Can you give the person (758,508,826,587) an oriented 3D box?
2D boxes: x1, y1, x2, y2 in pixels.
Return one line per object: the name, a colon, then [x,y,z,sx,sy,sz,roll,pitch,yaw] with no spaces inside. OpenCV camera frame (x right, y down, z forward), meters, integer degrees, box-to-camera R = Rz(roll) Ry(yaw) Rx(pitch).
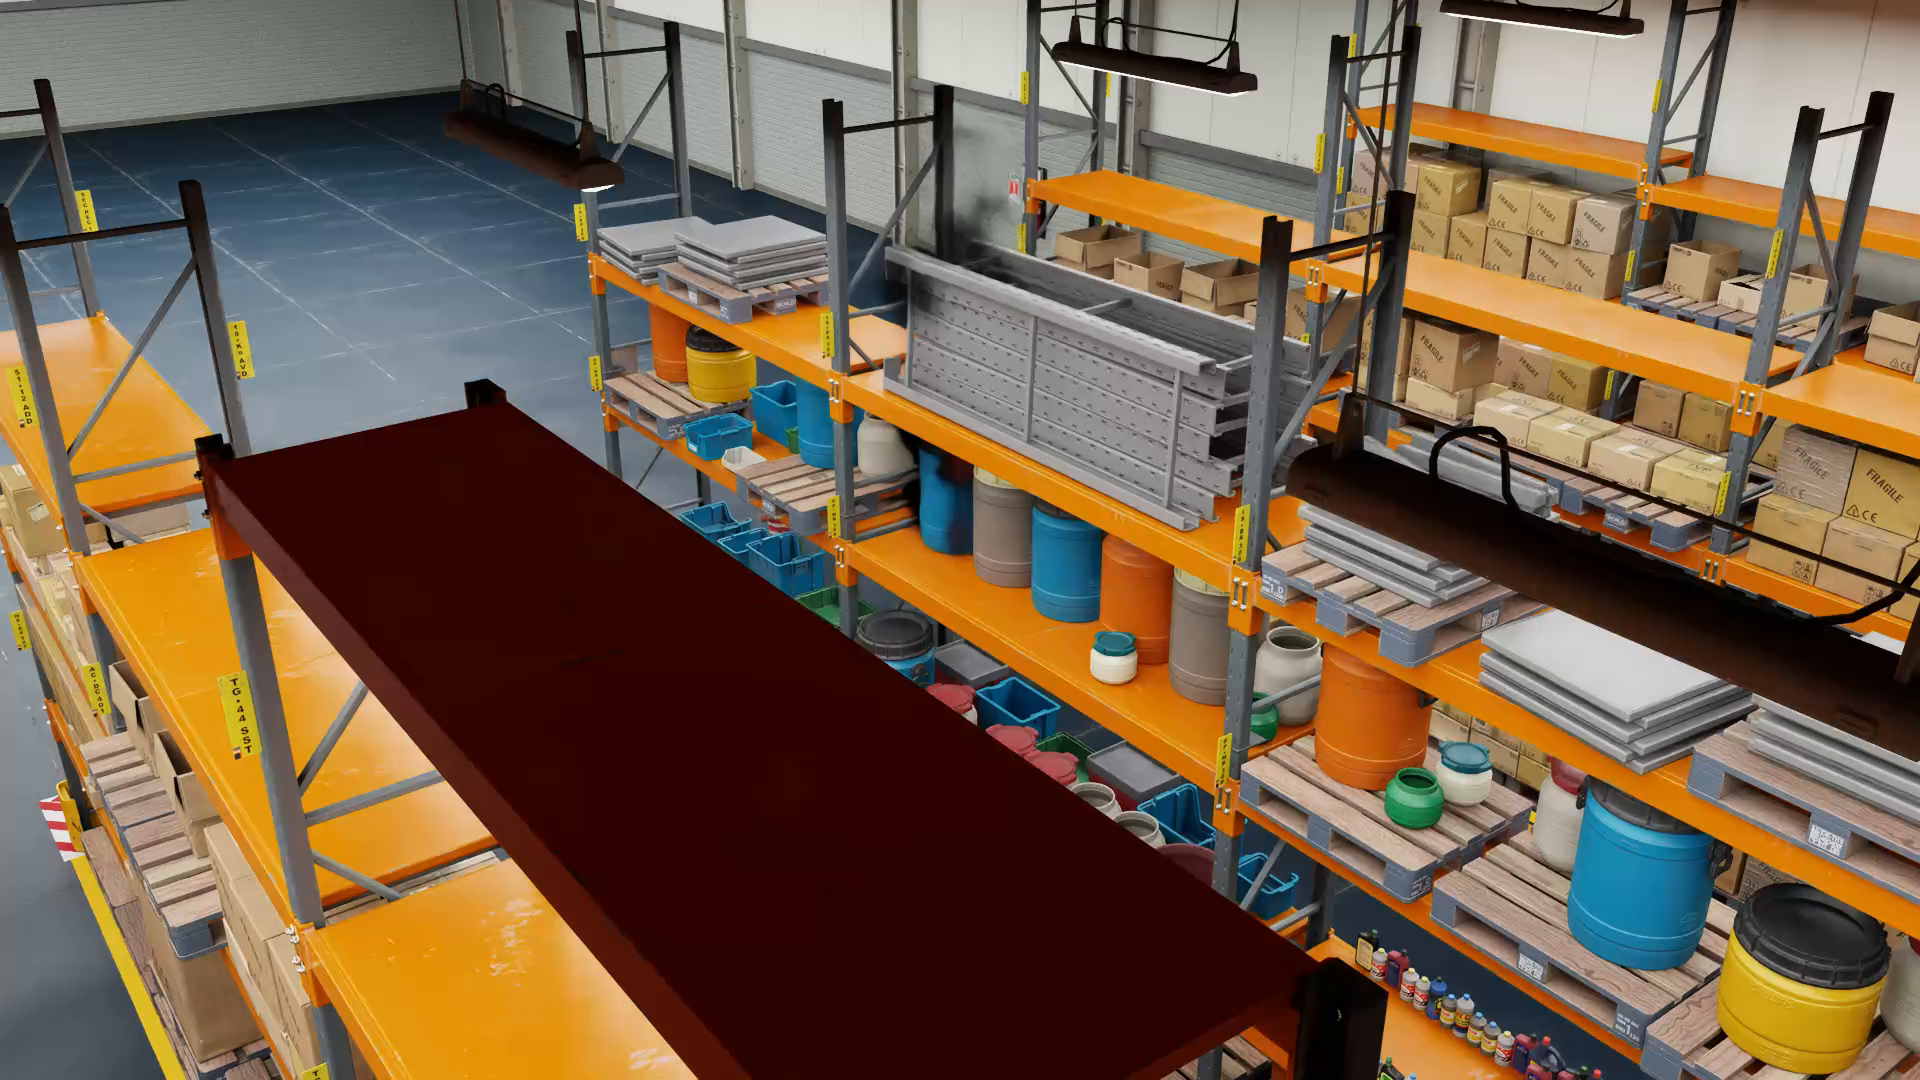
person: [-1.749,-0.050,17.033,0.754,1.841,0.662,11,27,22]
